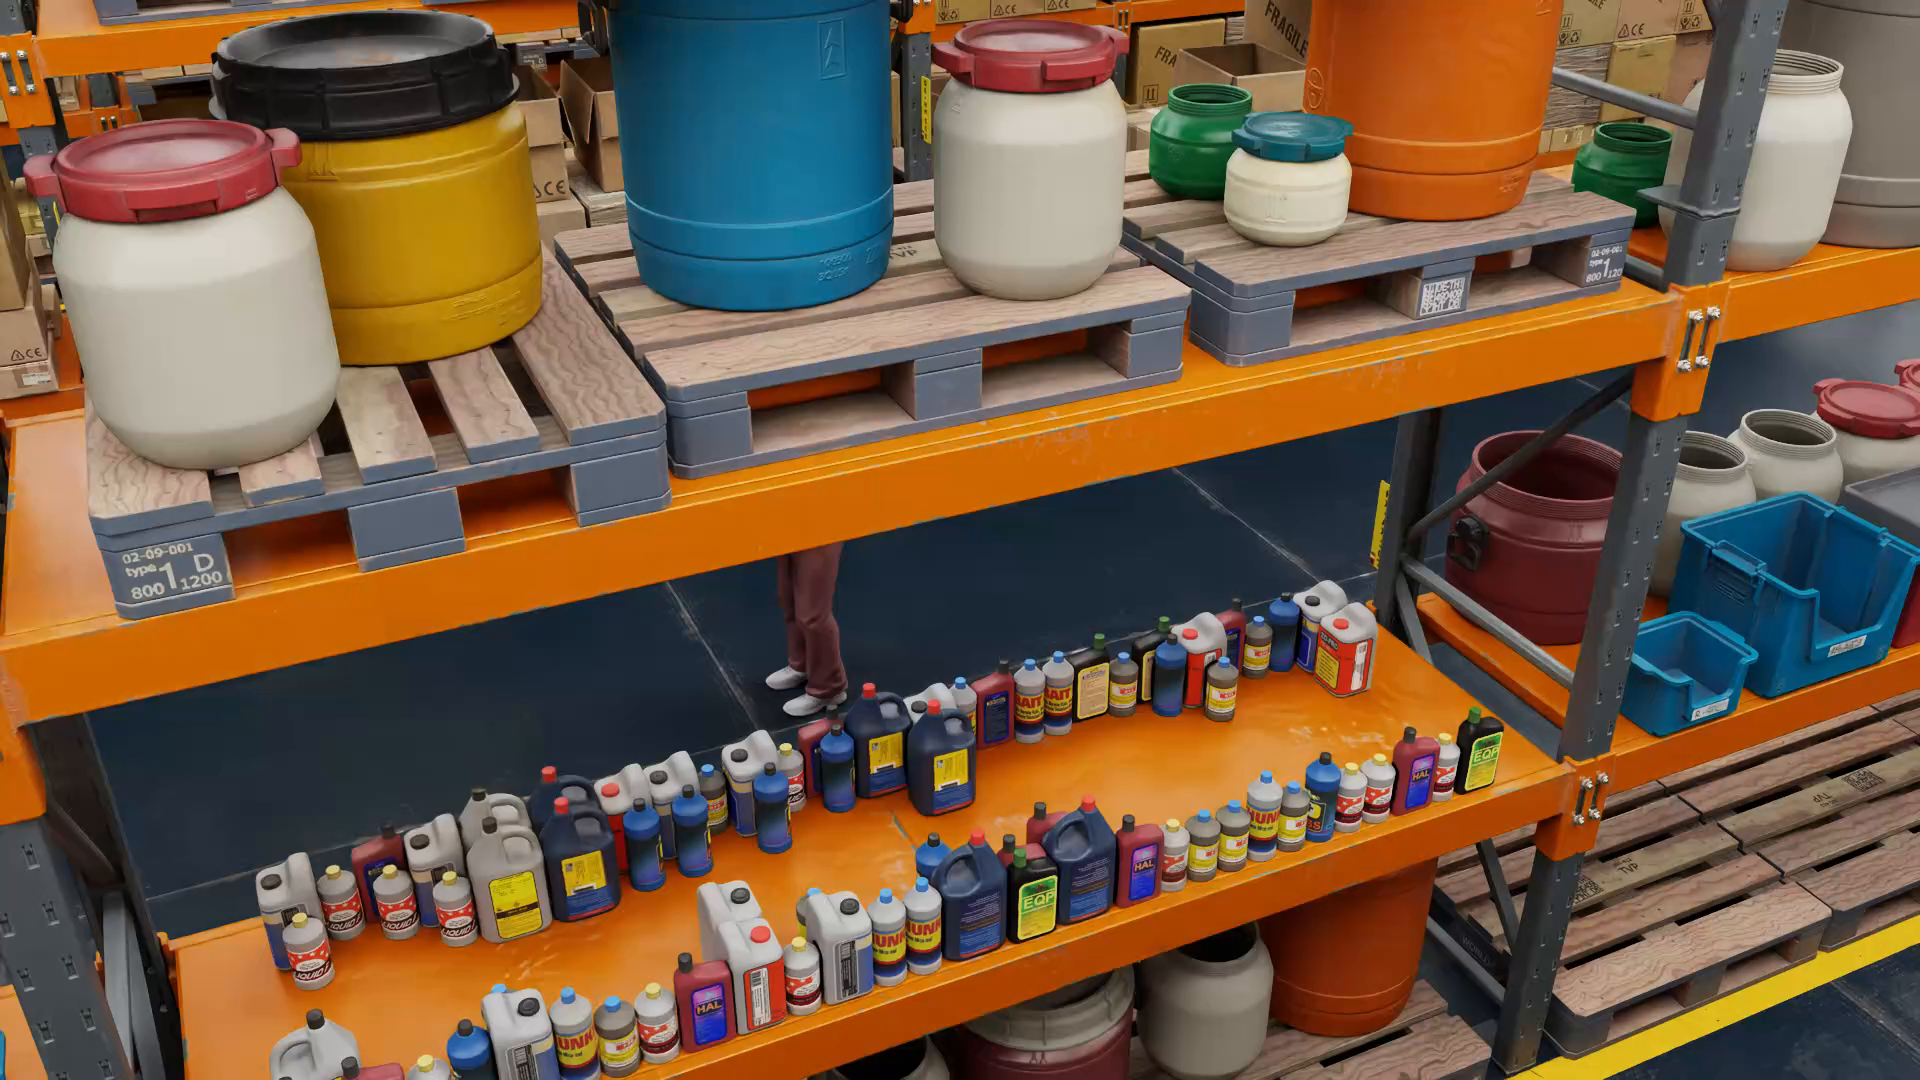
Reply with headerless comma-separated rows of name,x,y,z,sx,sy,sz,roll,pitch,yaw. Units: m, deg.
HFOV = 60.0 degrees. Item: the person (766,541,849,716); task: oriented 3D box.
person,-0.709,-0.007,7.158,0.550,1.656,0.431,-13,32,-22
